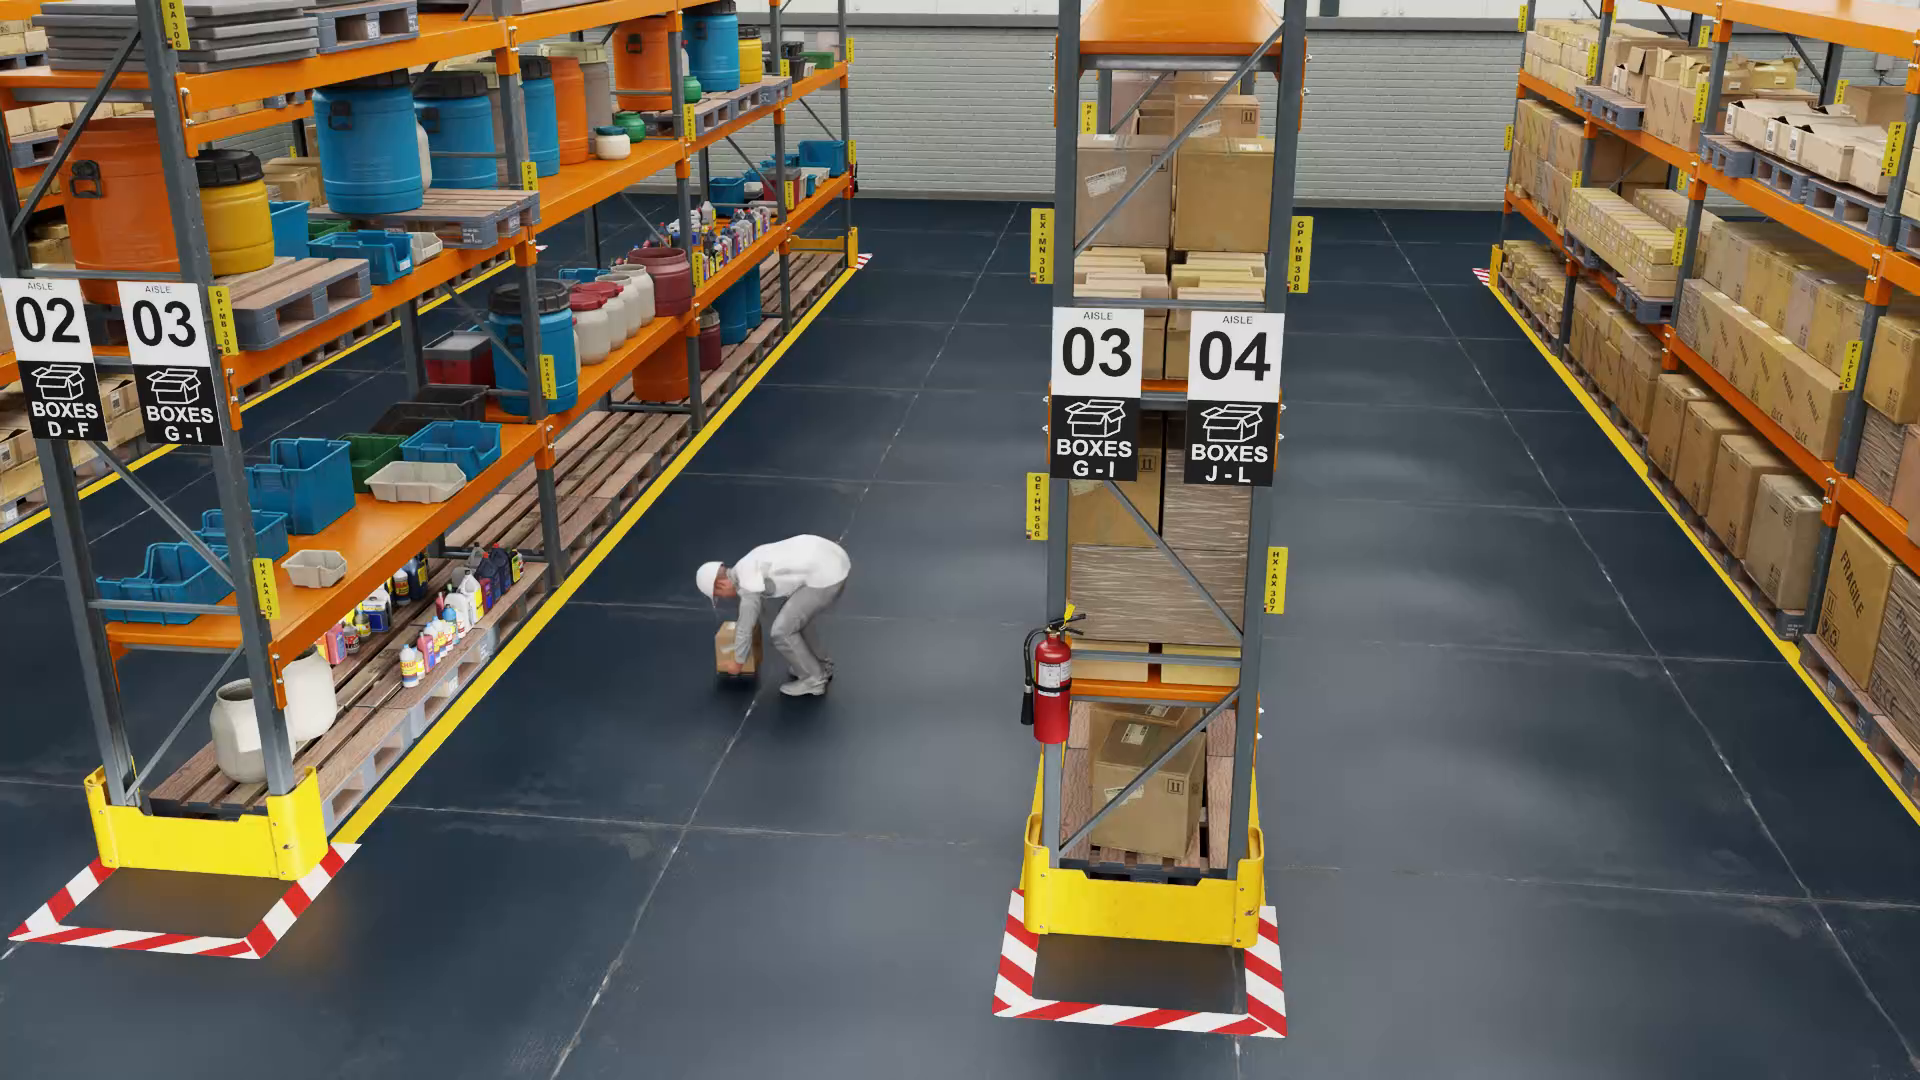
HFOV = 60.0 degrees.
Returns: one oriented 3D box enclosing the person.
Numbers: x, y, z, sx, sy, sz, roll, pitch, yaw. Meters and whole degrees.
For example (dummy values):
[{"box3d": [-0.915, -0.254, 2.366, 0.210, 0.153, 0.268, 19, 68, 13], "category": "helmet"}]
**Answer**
[{"box3d": [-1.214, 0.469, 10.860, 1.003, 1.028, 0.499, 1, 21, 4], "category": "person"}]
